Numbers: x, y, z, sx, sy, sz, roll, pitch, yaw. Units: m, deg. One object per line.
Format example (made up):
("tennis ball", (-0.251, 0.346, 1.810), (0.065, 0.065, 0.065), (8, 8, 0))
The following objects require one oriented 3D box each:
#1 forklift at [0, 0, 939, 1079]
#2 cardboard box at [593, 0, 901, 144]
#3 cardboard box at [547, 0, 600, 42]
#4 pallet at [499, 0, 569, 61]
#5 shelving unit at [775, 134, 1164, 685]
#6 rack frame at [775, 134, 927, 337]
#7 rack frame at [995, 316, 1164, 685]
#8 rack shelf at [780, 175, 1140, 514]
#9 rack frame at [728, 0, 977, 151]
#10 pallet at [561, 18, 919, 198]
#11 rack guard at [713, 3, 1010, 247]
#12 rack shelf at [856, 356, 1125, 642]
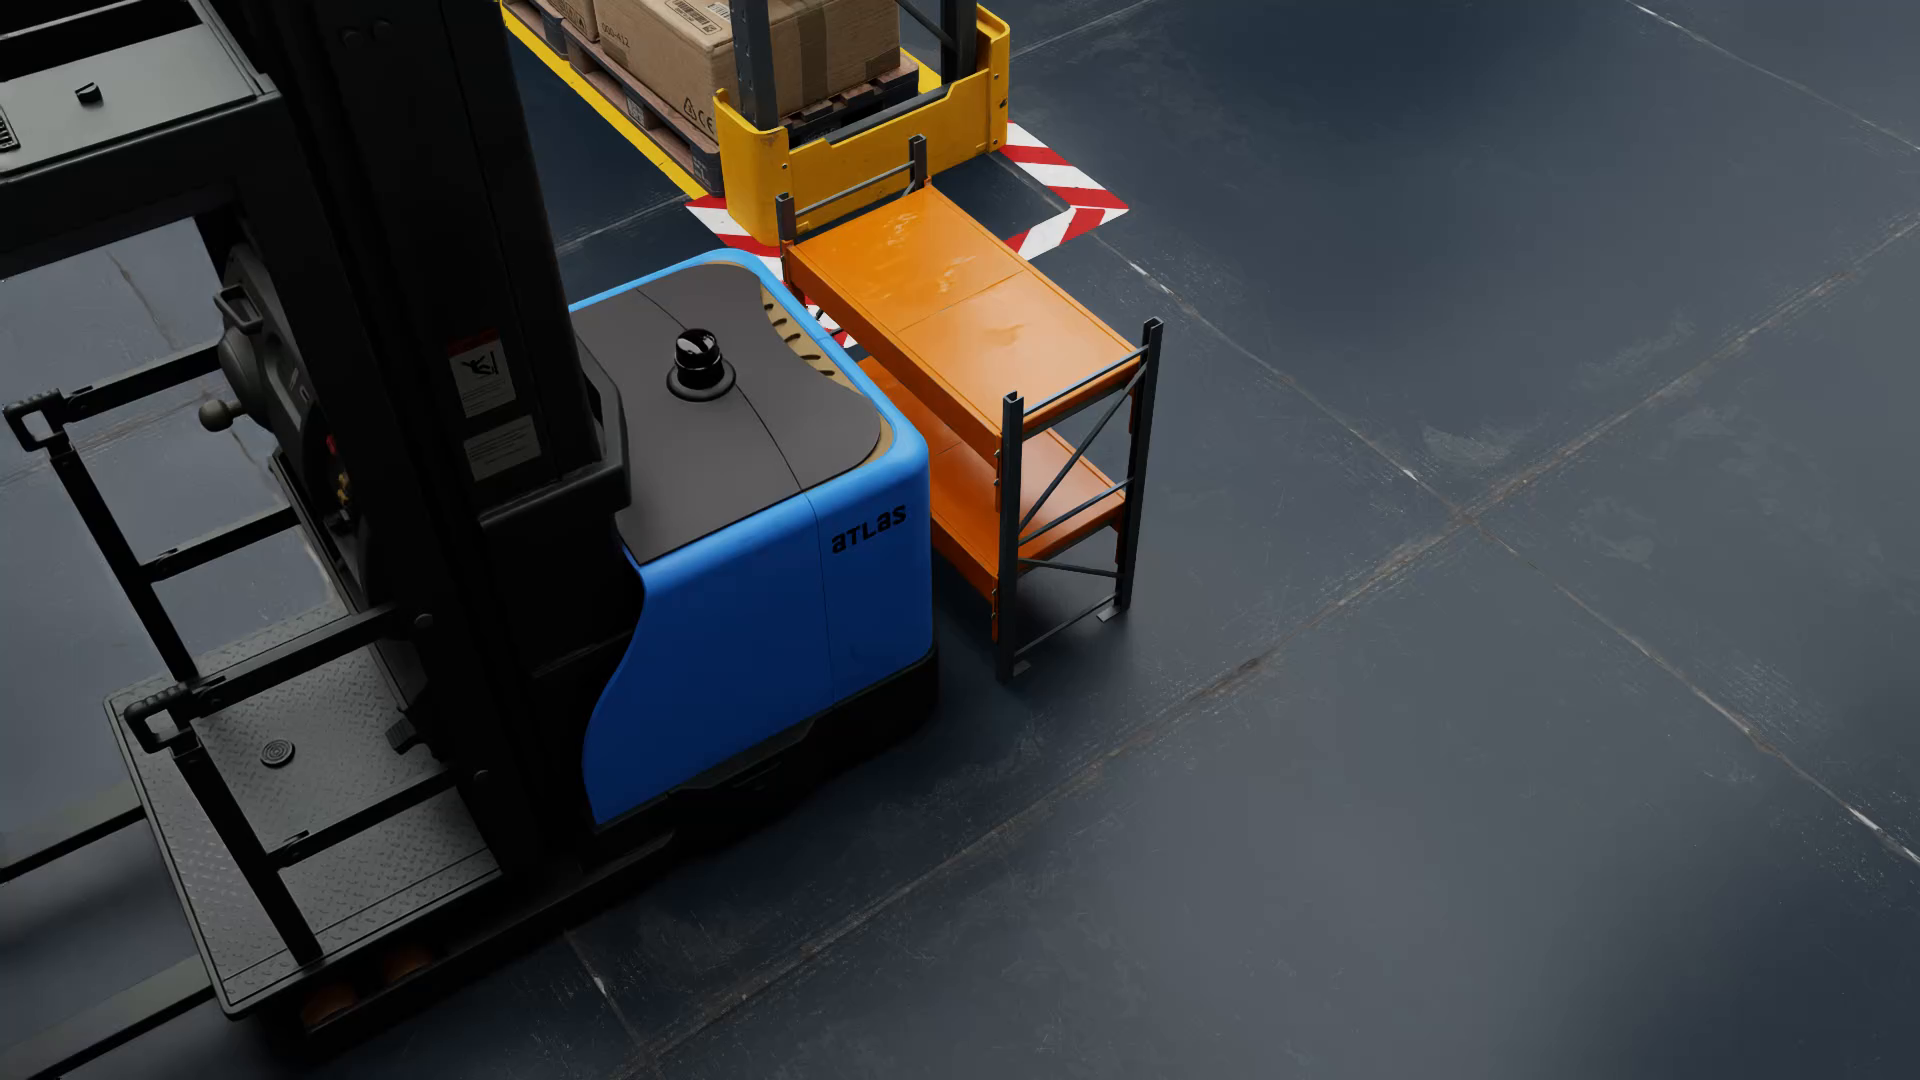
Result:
("forklift", (-1.572, -0.186, 3.441), (3.031, 2.935, 1.130), (-26, 53, -22))
("cardboard box", (-0.847, -2.090, 6.566), (0.875, 0.438, 0.875), (-31, 55, -25))
("cardboard box", (-1.407, -2.626, 7.052), (0.875, 0.438, 0.875), (-28, 54, -23))
("pallet", (-1.648, -2.684, 7.541), (1.003, 0.211, 1.213), (-29, 54, -24))
("shelving unit", (0.004, -0.374, 4.830), (0.538, 1.125, 1.048), (-29, 54, -24))
("rack frame", (-0.304, -0.674, 5.101), (0.500, 1.125, 0.032), (-29, 54, -24))
("rack frame", (0.312, -0.074, 4.558), (0.500, 1.125, 0.032), (-29, 54, -24))
("rack shelf", (0.004, -0.570, 4.613), (0.538, 0.278, 1.000), (-29, 54, -24))
("rack frame", (-0.367, -2.465, 5.460), (1.000, 3.000, 0.127), (-29, 54, -24))
("pallet", (-0.914, -1.965, 6.889), (1.003, 0.211, 1.213), (-29, 54, -24))
("rack guard", (-0.353, -1.612, 6.374), (1.175, 0.500, 0.348), (-29, 54, -24))
("rack shelf", (0.004, -0.210, 5.011), (0.538, 0.278, 1.000), (-29, 54, -24))
